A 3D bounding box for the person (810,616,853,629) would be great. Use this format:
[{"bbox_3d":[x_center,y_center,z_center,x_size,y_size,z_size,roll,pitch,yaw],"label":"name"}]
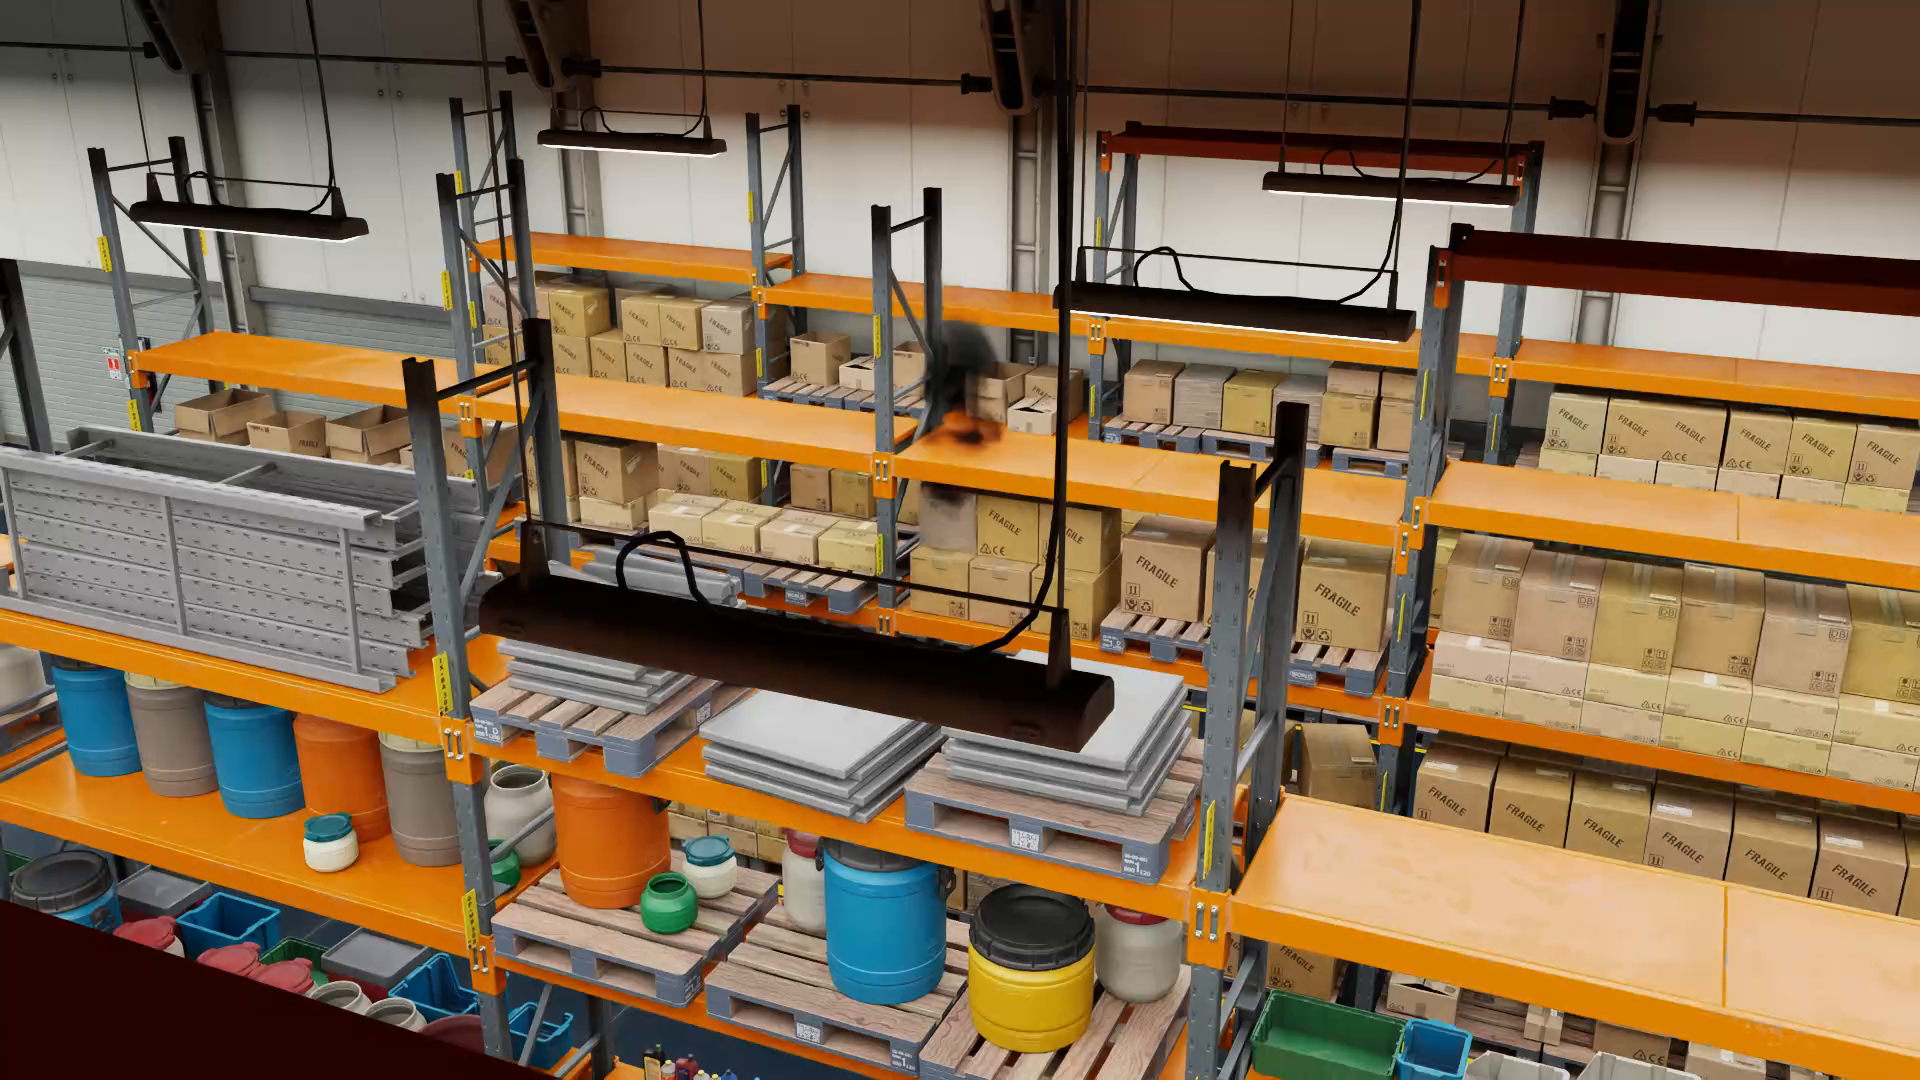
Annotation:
[{"bbox_3d":[-1.412,1.048,17.662,0.855,1.597,0.736,-1,21,-4],"label":"person"}]
